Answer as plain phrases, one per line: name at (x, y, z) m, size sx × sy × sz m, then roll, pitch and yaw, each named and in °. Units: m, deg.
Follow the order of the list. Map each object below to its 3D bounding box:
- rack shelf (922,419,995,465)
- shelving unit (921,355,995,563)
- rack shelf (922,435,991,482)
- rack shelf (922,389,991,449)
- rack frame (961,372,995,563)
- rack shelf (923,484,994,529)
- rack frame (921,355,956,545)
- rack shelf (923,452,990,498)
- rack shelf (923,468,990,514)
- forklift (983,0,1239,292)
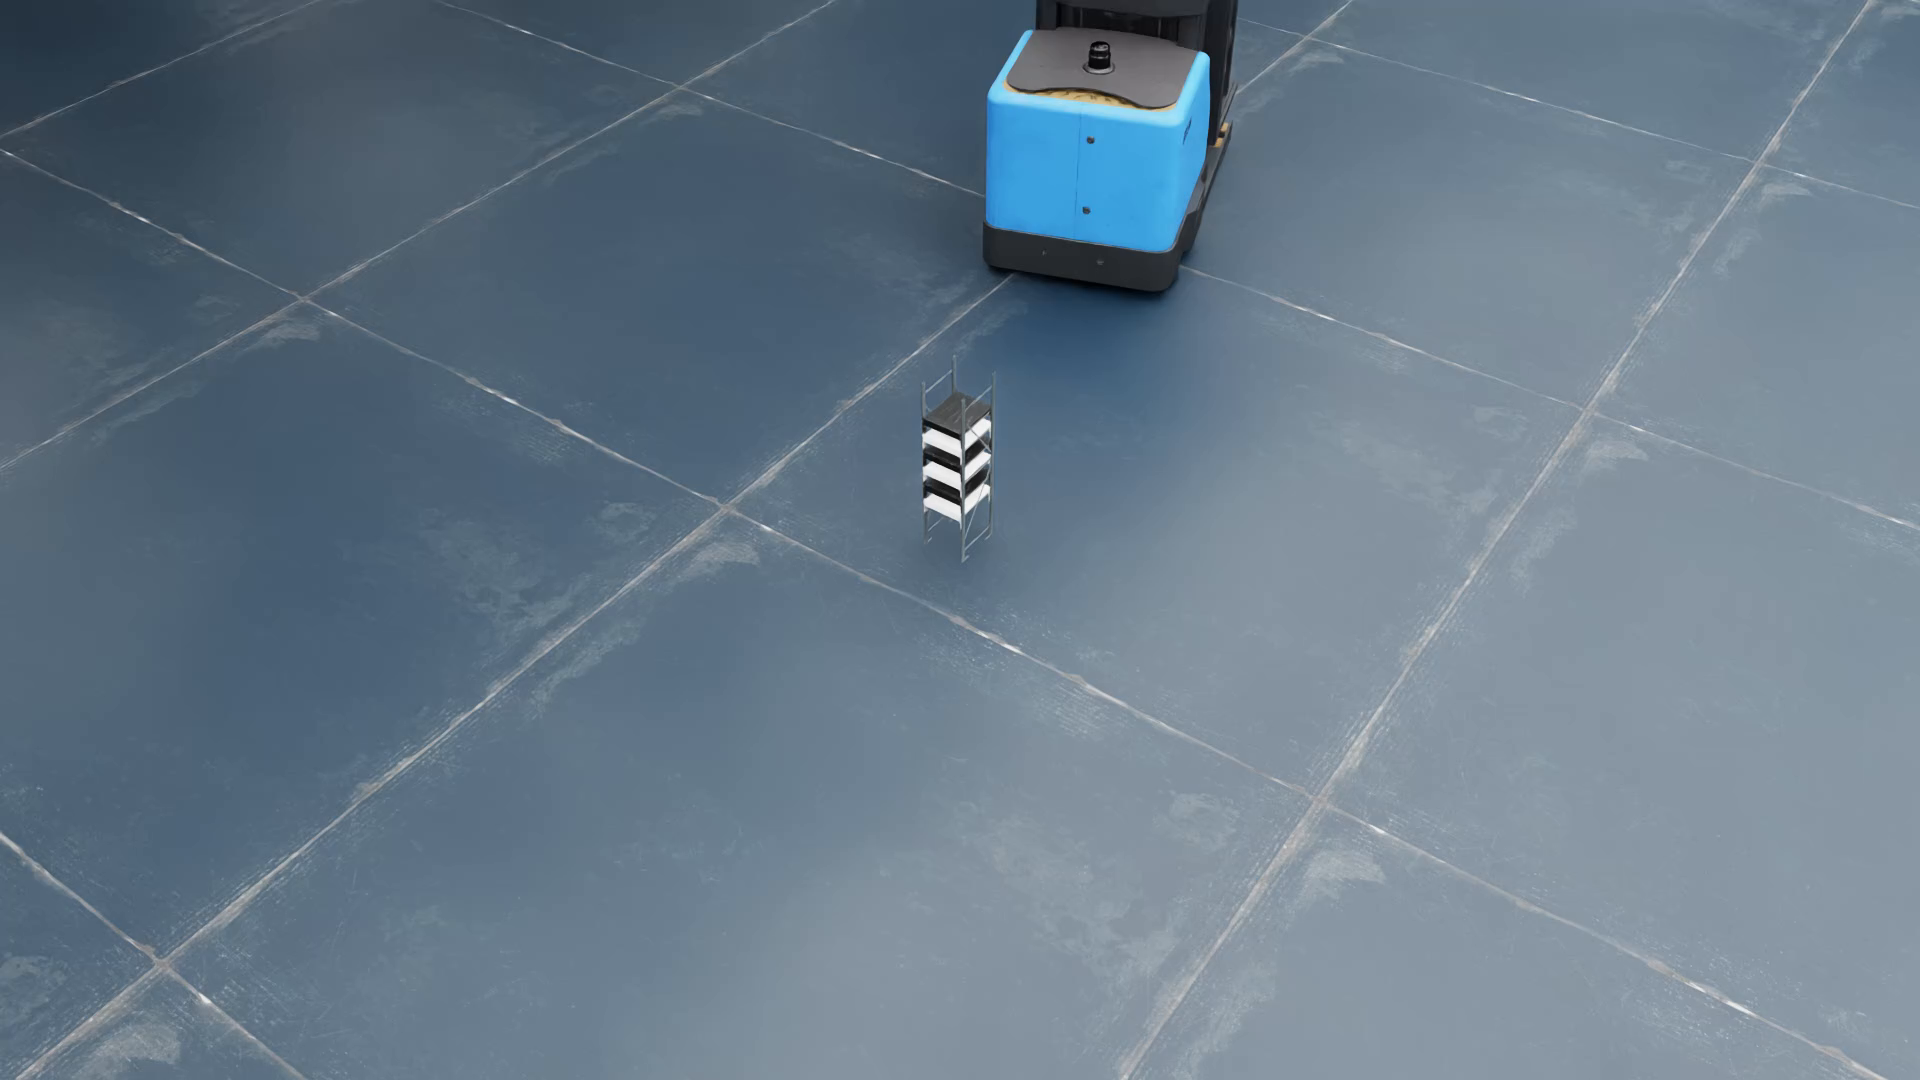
rack shelf at (-0.007, -0.448, 7.104) m, size 0.200 × 0.077 × 0.258 m, roll 25°, pitch 48°, yaw 25°
shelving unit at (-0.007, -0.338, 7.202) m, size 0.210 × 0.900 × 0.258 m, roll 25°, pitch 48°, yaw 25°
rack shelf at (-0.007, -0.381, 7.164) m, size 0.200 × 0.077 × 0.258 m, roll 25°, pitch 48°, yaw 25°
rack shelf at (-0.007, -0.515, 7.044) m, size 0.200 × 0.077 × 0.258 m, roll 25°, pitch 48°, yaw 25°
rack frame at (0.077, -0.300, 7.158) m, size 0.006 × 0.900 × 0.240 m, roll 25°, pitch 48°, yaw 25°
rack shelf at (-0.007, -0.179, 7.344) m, size 0.200 × 0.077 × 0.258 m, roll 25°, pitch 48°, yaw 25°
rack frame at (-0.090, -0.377, 7.245) m, size 0.006 × 0.900 × 0.240 m, roll 25°, pitch 48°, yaw 25°
rack shelf at (-0.007, -0.314, 7.224) m, size 0.200 × 0.077 × 0.258 m, roll 25°, pitch 48°, yaw 25°
rack shelf at (-0.007, -0.247, 7.284) m, size 0.200 × 0.077 × 0.258 m, roll 25°, pitch 48°, yaw 25°
forklift at (1.032, -3.413, 9.115) m, size 1.130 × 2.935 × 3.031 m, roll 11°, pitch 43°, yaw 12°
